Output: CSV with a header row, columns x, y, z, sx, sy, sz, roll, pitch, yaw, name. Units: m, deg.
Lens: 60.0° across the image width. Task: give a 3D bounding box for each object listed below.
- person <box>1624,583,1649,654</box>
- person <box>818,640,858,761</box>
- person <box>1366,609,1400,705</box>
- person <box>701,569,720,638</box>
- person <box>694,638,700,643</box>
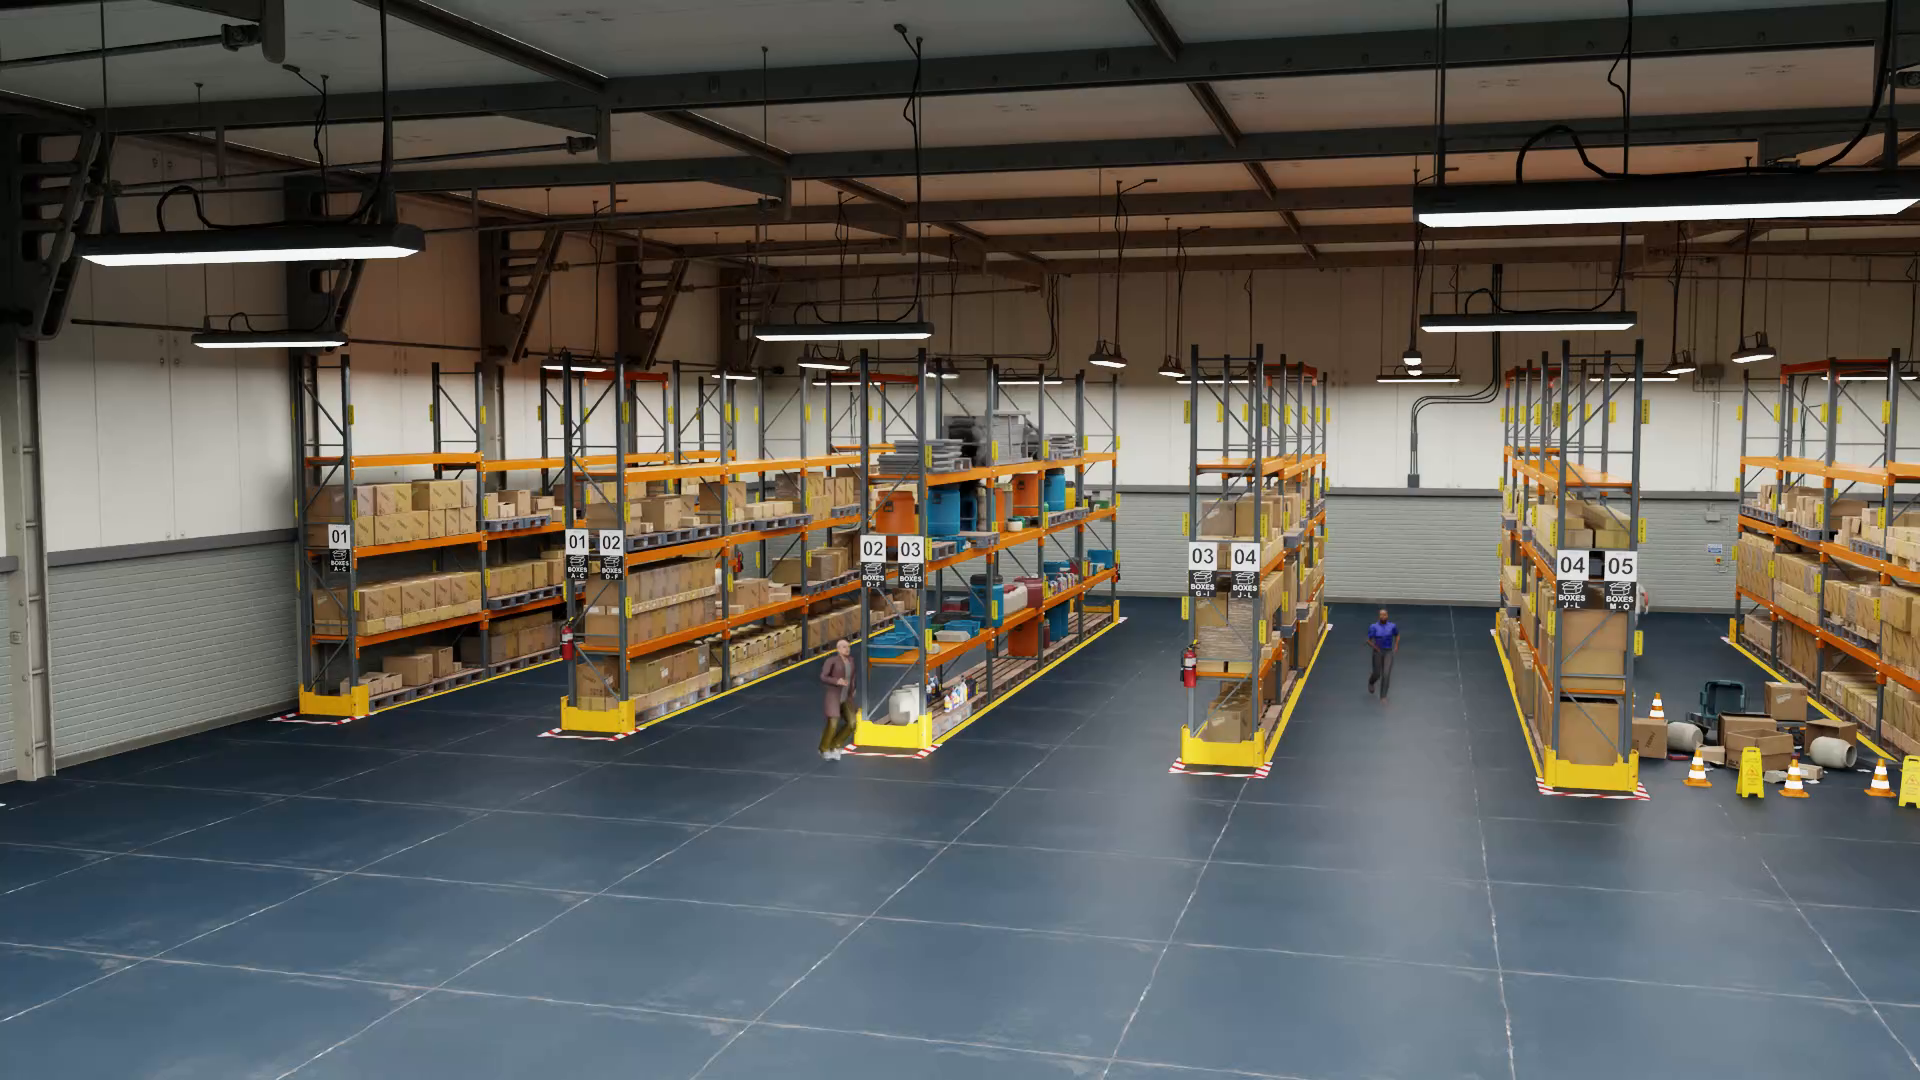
x,y,z,sx,sy,sz,roll,pitch,yaw,name
13.815,1.536,34.302,0.687,1.789,1.054,1,4,15,person
-1.699,2.331,24.119,0.713,1.773,0.731,-3,5,-36,person
7.394,2.018,29.075,0.587,1.656,0.815,1,4,7,person
-5.732,1.299,37.589,0.682,1.841,0.801,1,4,11,person
-5.421,1.694,33.529,0.557,1.596,0.928,2,5,22,person
